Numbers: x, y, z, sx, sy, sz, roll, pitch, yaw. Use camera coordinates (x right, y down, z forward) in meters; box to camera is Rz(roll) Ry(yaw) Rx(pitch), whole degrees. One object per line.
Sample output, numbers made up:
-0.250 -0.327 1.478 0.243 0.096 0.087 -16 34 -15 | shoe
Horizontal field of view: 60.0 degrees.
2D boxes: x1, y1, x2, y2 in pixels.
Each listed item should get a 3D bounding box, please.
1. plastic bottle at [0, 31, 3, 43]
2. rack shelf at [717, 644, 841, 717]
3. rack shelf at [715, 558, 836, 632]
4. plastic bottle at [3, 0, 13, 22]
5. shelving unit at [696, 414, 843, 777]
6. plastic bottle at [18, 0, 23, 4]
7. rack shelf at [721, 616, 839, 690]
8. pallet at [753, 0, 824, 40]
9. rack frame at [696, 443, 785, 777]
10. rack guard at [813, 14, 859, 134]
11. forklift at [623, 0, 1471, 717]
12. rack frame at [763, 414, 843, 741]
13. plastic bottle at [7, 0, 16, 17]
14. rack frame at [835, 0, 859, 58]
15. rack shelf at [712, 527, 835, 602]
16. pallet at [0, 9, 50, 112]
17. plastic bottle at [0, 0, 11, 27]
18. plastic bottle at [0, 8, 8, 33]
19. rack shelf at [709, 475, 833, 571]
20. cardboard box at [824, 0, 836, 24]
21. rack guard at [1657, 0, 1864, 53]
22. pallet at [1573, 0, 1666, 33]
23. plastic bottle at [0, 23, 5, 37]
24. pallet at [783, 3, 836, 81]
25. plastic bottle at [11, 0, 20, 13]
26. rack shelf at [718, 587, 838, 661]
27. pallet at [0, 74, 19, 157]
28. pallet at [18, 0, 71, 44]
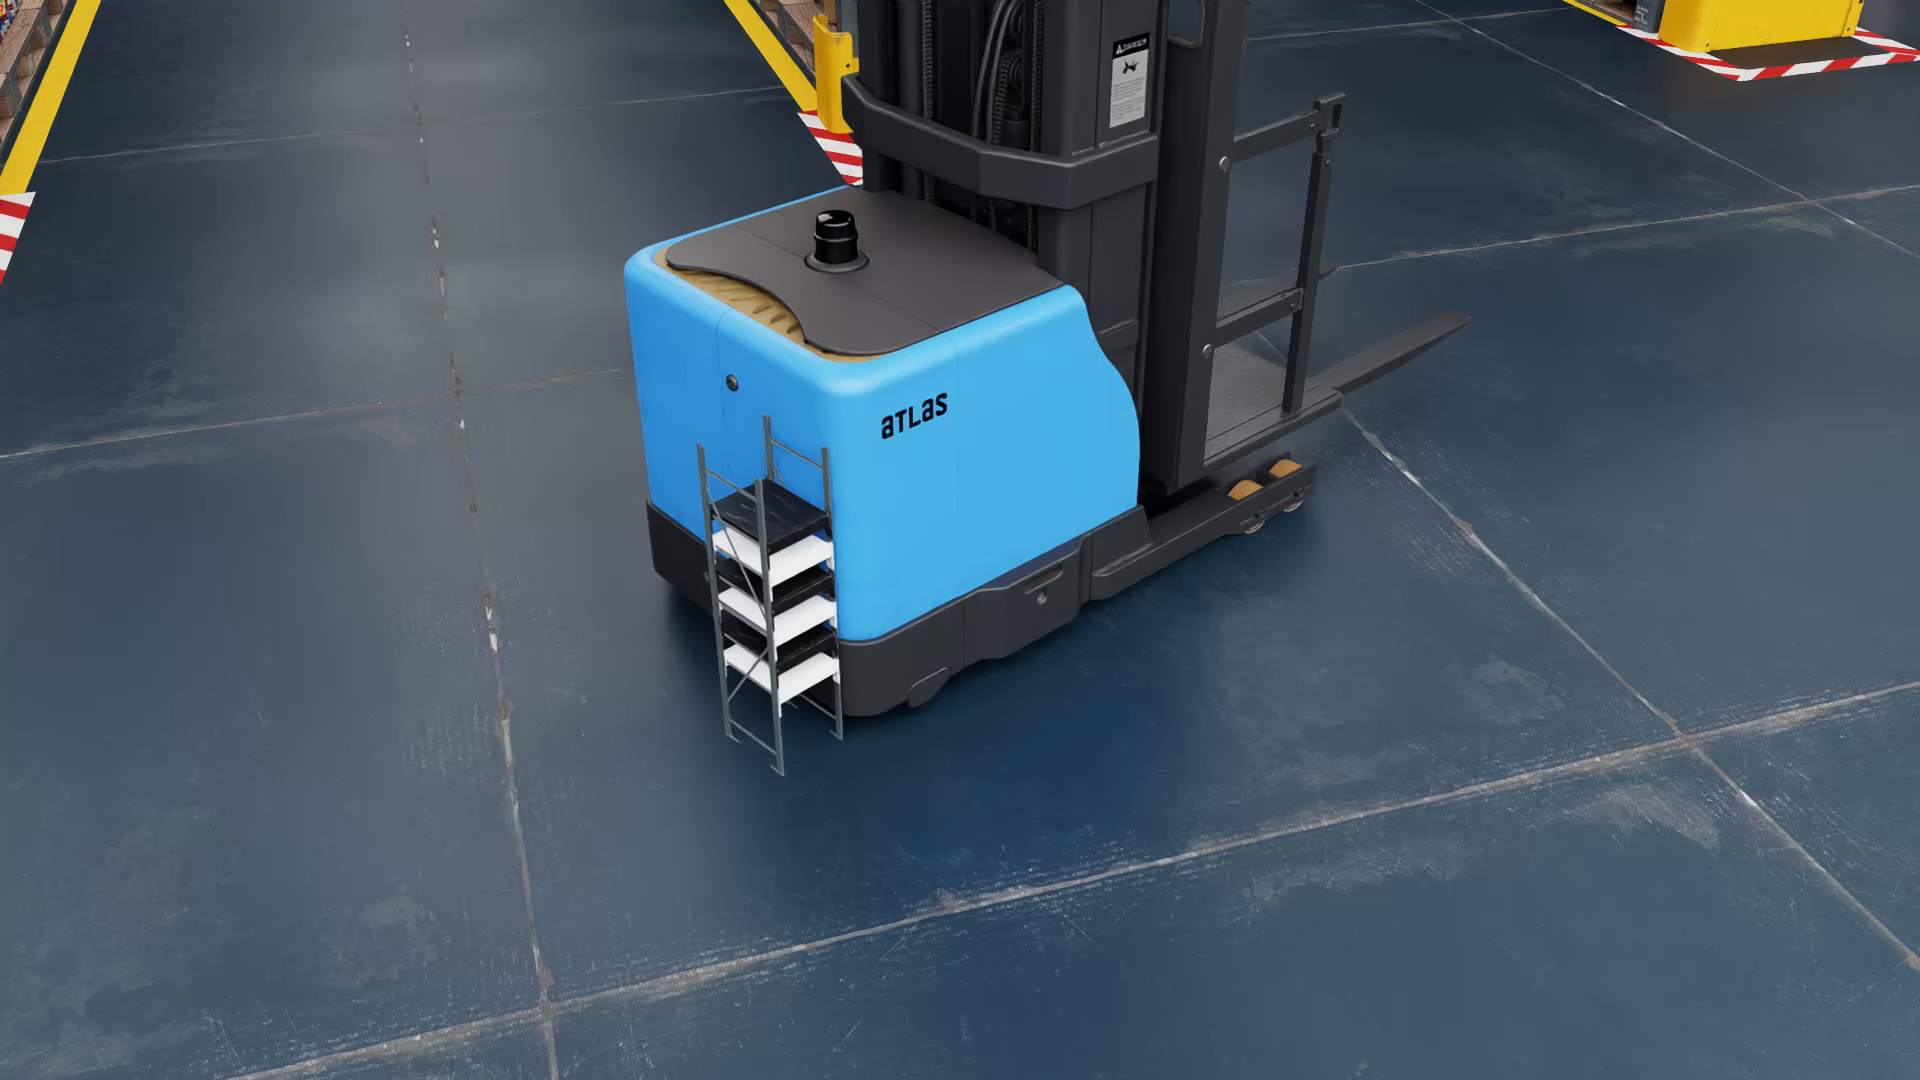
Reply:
-5.141 -2.769 8.785 0.061 0.283 0.133 -9 35 -14 | plastic bottle
-0.470 0.330 4.320 0.200 0.077 0.258 -29 43 -36 | rack shelf
-0.470 0.105 4.172 0.200 0.077 0.258 -29 43 -36 | rack shelf
-5.286 -2.981 9.117 0.097 0.271 0.097 0 33 0 | plastic bottle
-0.470 0.153 4.203 0.210 0.900 0.258 -29 43 -36 | shelving unit
-5.425 -3.211 9.393 0.144 0.351 0.185 -10 35 -15 | plastic bottle
-0.470 0.255 4.271 0.200 0.077 0.258 -29 43 -36 | rack shelf
-0.722 -3.374 10.165 1.003 0.211 1.213 -10 35 -15 | pallet
-0.542 0.192 4.143 0.006 0.900 0.240 -29 43 -36 | rack frame
-0.139 -2.423 8.463 1.175 0.500 0.348 -10 35 -15 | rack guard
0.515 -1.438 4.768 3.031 2.935 1.130 -26 41 -34 | forklift
-0.398 0.113 4.262 0.006 0.900 0.240 -29 43 -36 | rack frame
-5.317 -3.006 9.217 0.097 0.201 0.097 0 33 0 | plastic bottle
-0.116 -3.426 7.714 1.000 3.000 0.127 -10 35 -15 | rack frame
-0.470 0.030 4.122 0.200 0.077 0.258 -29 43 -36 | rack shelf
-5.512 -2.528 8.885 1.003 0.211 1.213 -10 35 -15 | pallet
-5.255 -2.898 9.054 0.097 0.201 0.097 0 33 0 | plastic bottle
-5.225 -2.875 8.956 0.097 0.271 0.097 0 33 0 | plastic bottle
-0.470 -0.045 4.072 0.200 0.077 0.258 -29 43 -36 | rack shelf
-0.506 -3.197 9.254 0.500 0.500 0.500 -1 33 -2 | cardboard box
4.645 -3.151 9.566 1.175 0.500 0.348 -10 35 -15 | rack guard
4.320 -3.450 10.280 1.003 0.211 1.213 -10 35 -15 | pallet
-5.194 -2.822 8.876 0.097 0.271 0.097 0 33 0 | plastic bottle
-0.354 -2.735 9.197 1.003 0.211 1.213 -10 35 -15 | pallet
-5.380 -3.094 9.283 0.152 0.276 0.135 -9 35 -14 | plastic bottle
-0.470 0.180 4.221 0.200 0.077 0.258 -29 43 -36 | rack shelf
-5.144 -1.889 7.917 1.003 0.211 1.213 -10 35 -15 | pallet
-5.888 -3.170 9.856 1.003 0.211 1.213 -10 35 -15 | pallet
